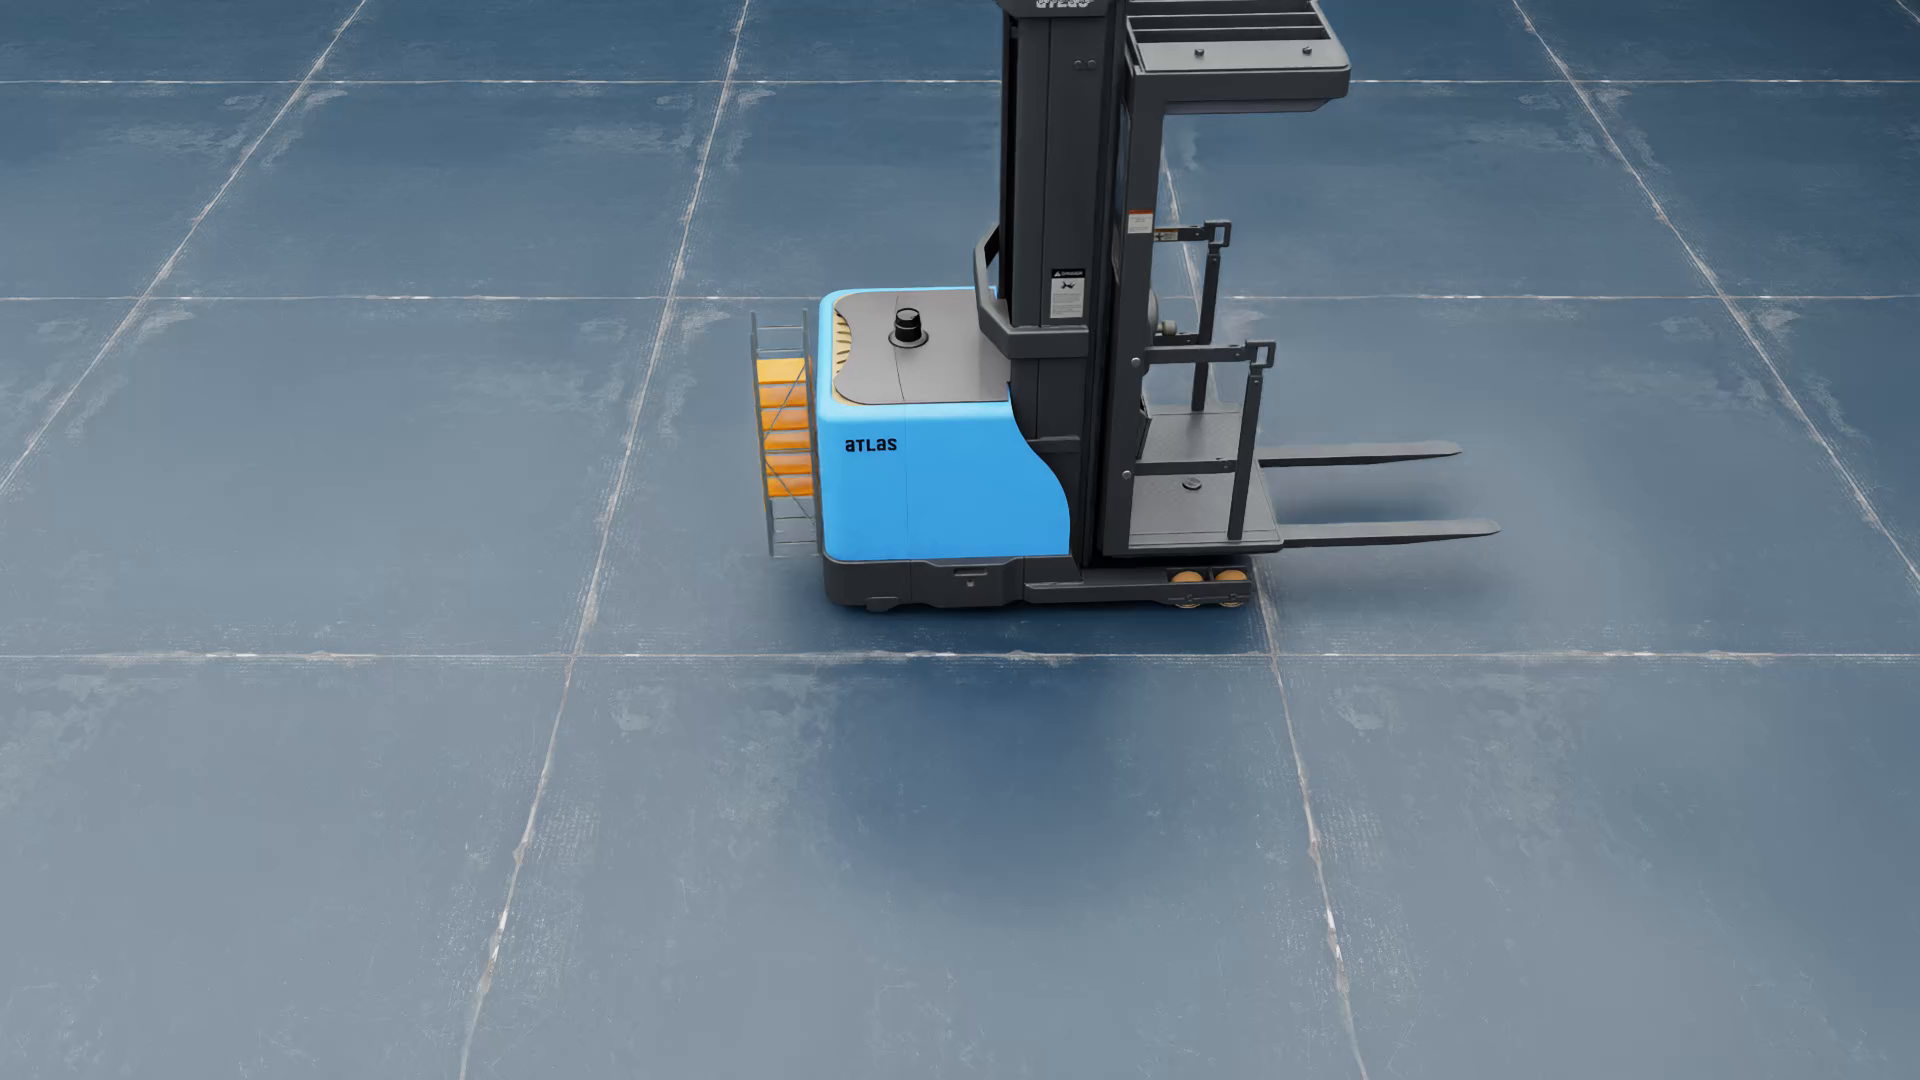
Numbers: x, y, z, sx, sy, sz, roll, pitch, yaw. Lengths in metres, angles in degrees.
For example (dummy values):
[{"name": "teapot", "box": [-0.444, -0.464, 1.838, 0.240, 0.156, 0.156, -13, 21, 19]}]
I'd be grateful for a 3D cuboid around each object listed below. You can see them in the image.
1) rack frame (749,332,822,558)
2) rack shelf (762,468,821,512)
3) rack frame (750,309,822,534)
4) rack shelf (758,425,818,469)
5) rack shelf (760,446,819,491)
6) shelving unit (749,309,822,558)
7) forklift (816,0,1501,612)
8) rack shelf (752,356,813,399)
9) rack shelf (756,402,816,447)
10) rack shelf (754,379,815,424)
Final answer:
[{"name": "rack frame", "box": [-0.754, -0.391, 7.279, 0.240, 1.200, 0.006, -3, 39, -3]}, {"name": "rack shelf", "box": [-0.761, -0.226, 7.528, 0.258, 0.103, 0.180, -3, 39, -3]}, {"name": "rack frame", "box": [-0.768, -0.505, 7.421, 0.240, 1.200, 0.006, -3, 39, -3]}, {"name": "rack shelf", "box": [-0.761, -0.414, 7.378, 0.258, 0.103, 0.180, -3, 39, -3]}, {"name": "rack shelf", "box": [-0.761, -0.320, 7.453, 0.258, 0.103, 0.180, -3, 39, -3]}, {"name": "shelving unit", "box": [-0.761, -0.448, 7.350, 0.258, 1.200, 0.189, -3, 39, -3]}, {"name": "forklift", "box": [0.896, -1.172, 6.868, 3.031, 2.935, 1.130, -2, 39, -2]}, {"name": "rack shelf", "box": [-0.761, -0.695, 7.153, 0.258, 0.103, 0.180, -3, 39, -3]}, {"name": "rack shelf", "box": [-0.761, -0.507, 7.303, 0.258, 0.103, 0.180, -3, 39, -3]}, {"name": "rack shelf", "box": [-0.761, -0.601, 7.228, 0.258, 0.103, 0.180, -3, 39, -3]}]
